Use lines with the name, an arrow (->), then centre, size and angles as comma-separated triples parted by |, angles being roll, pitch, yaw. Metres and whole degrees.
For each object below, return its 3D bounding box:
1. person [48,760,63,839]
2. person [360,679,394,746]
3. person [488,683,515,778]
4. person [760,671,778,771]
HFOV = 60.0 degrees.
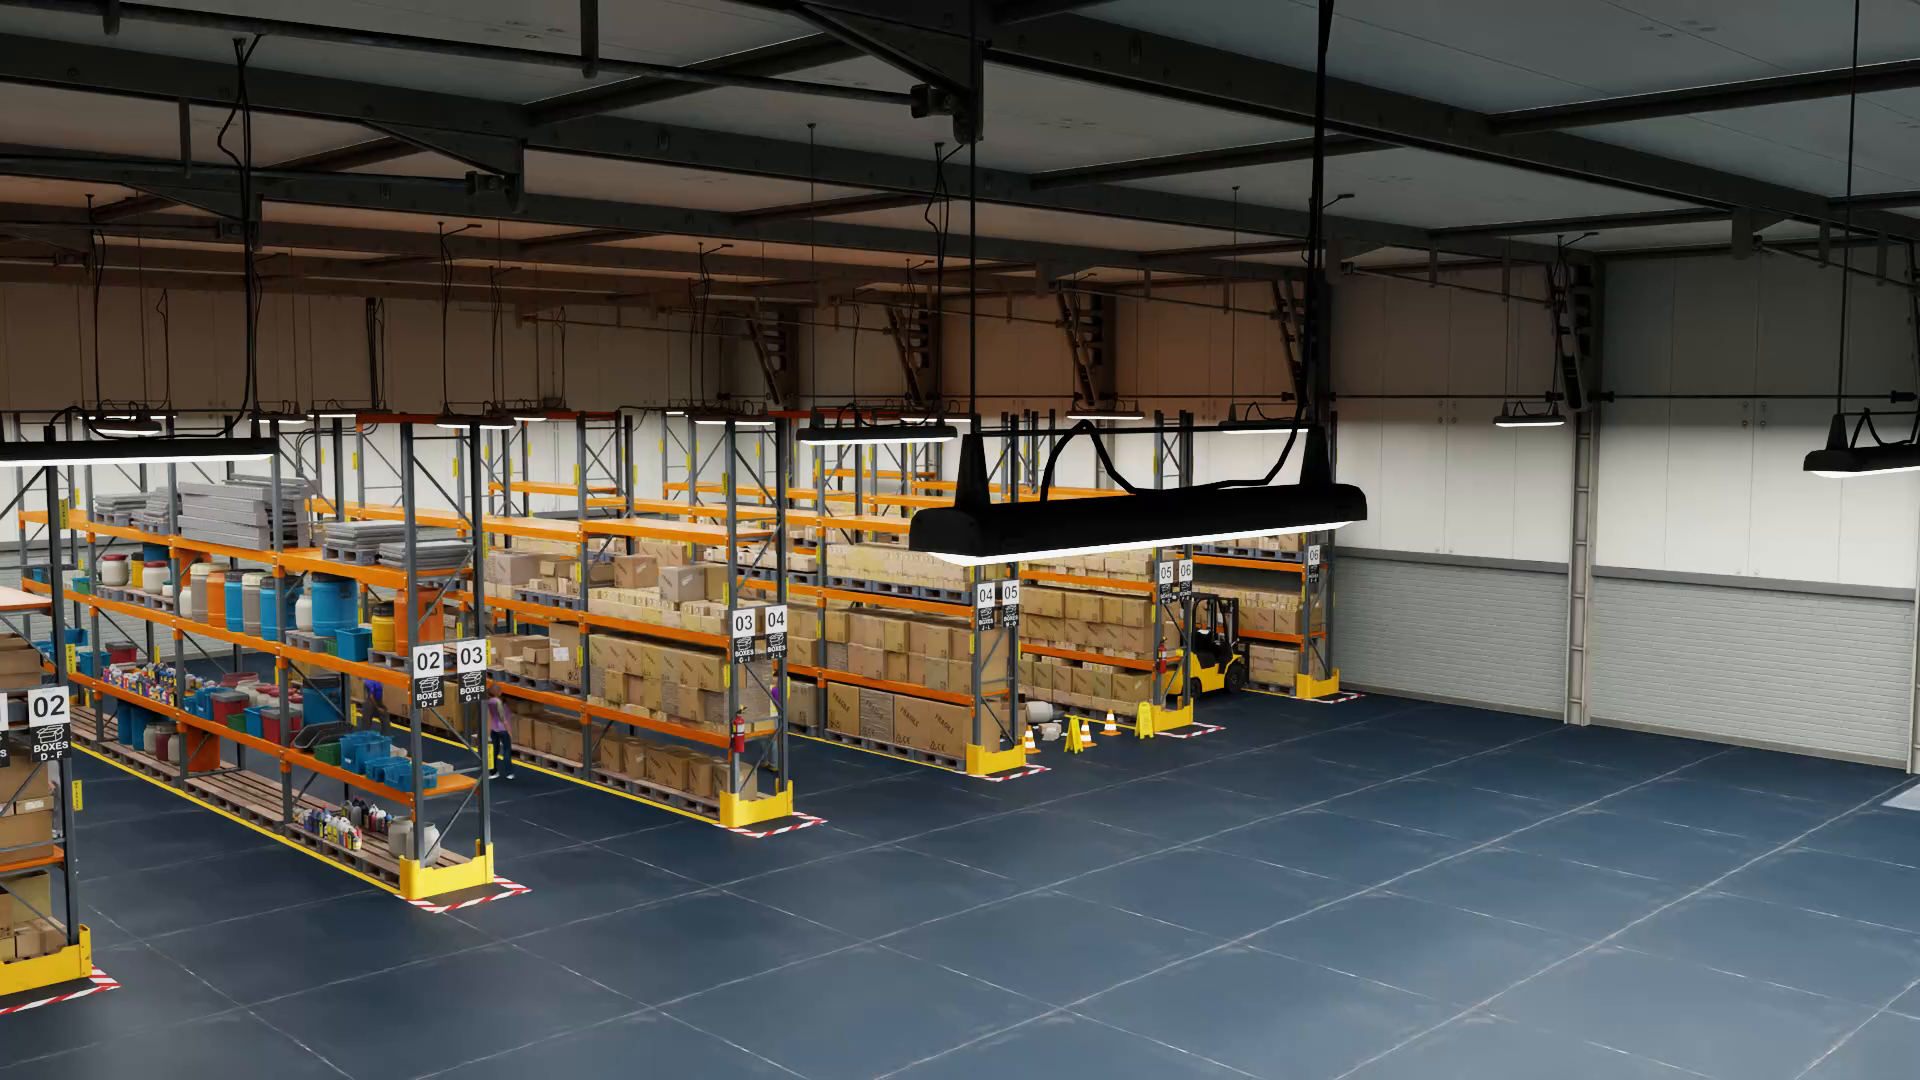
person -> -13.001, 3.464, 23.755 | 0.431, 1.710, 0.460 | 1, 5, 13
person -> -10.376, 2.971, 29.582 | 0.623, 1.666, 0.582 | 2, 5, 18
person -> -7.550, 3.147, 27.422 | 0.476, 1.592, 0.396 | 3, 6, 31
person -> -3.219, 3.003, 28.248 | 0.587, 1.757, 0.608 | 1, 5, 16
